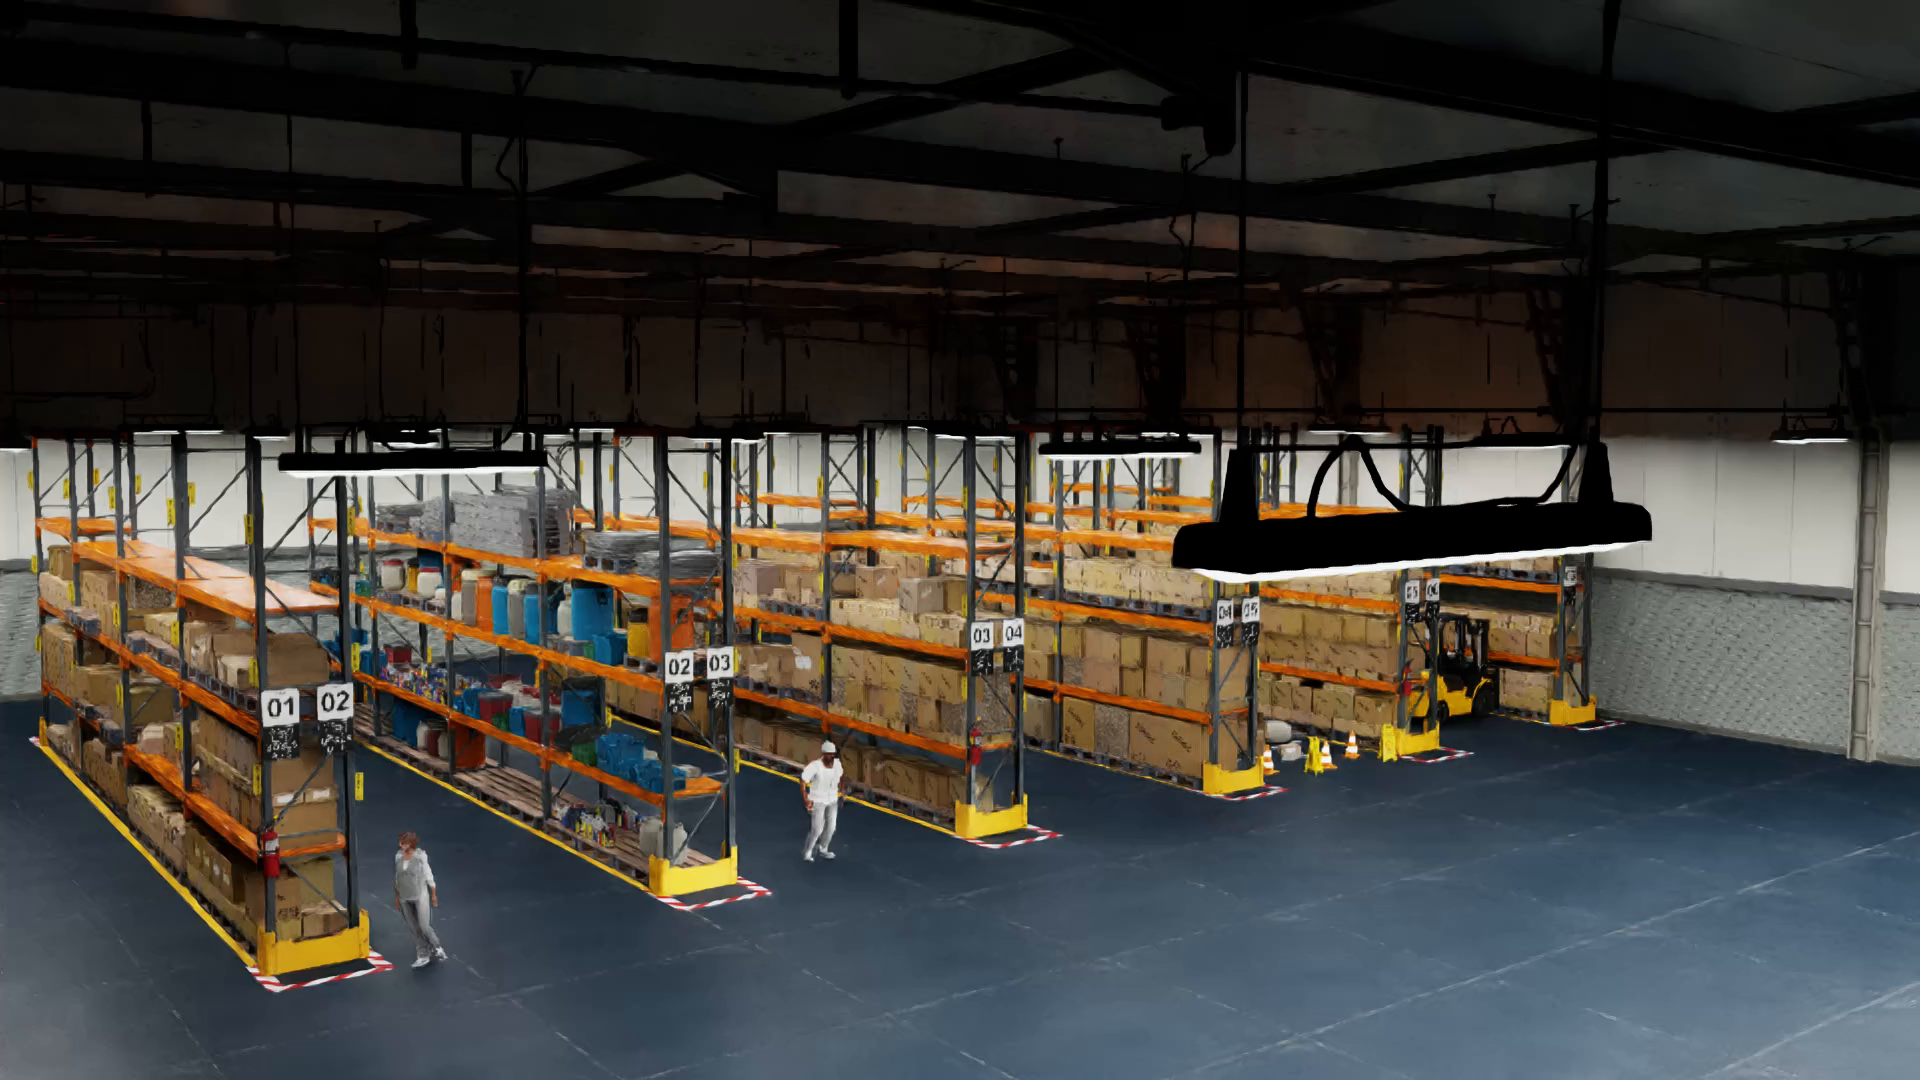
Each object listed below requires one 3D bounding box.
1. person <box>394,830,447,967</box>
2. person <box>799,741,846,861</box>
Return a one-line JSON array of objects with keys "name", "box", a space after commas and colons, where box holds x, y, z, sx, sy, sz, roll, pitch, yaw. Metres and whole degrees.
[{"name": "person", "box": [-6.129, 4.054, 18.848, 0.545, 1.584, 0.410, 1, 5, 9]}, {"name": "person", "box": [-1.916, 3.652, 23.313, 0.719, 1.714, 0.578, -4, 6, -39]}]
